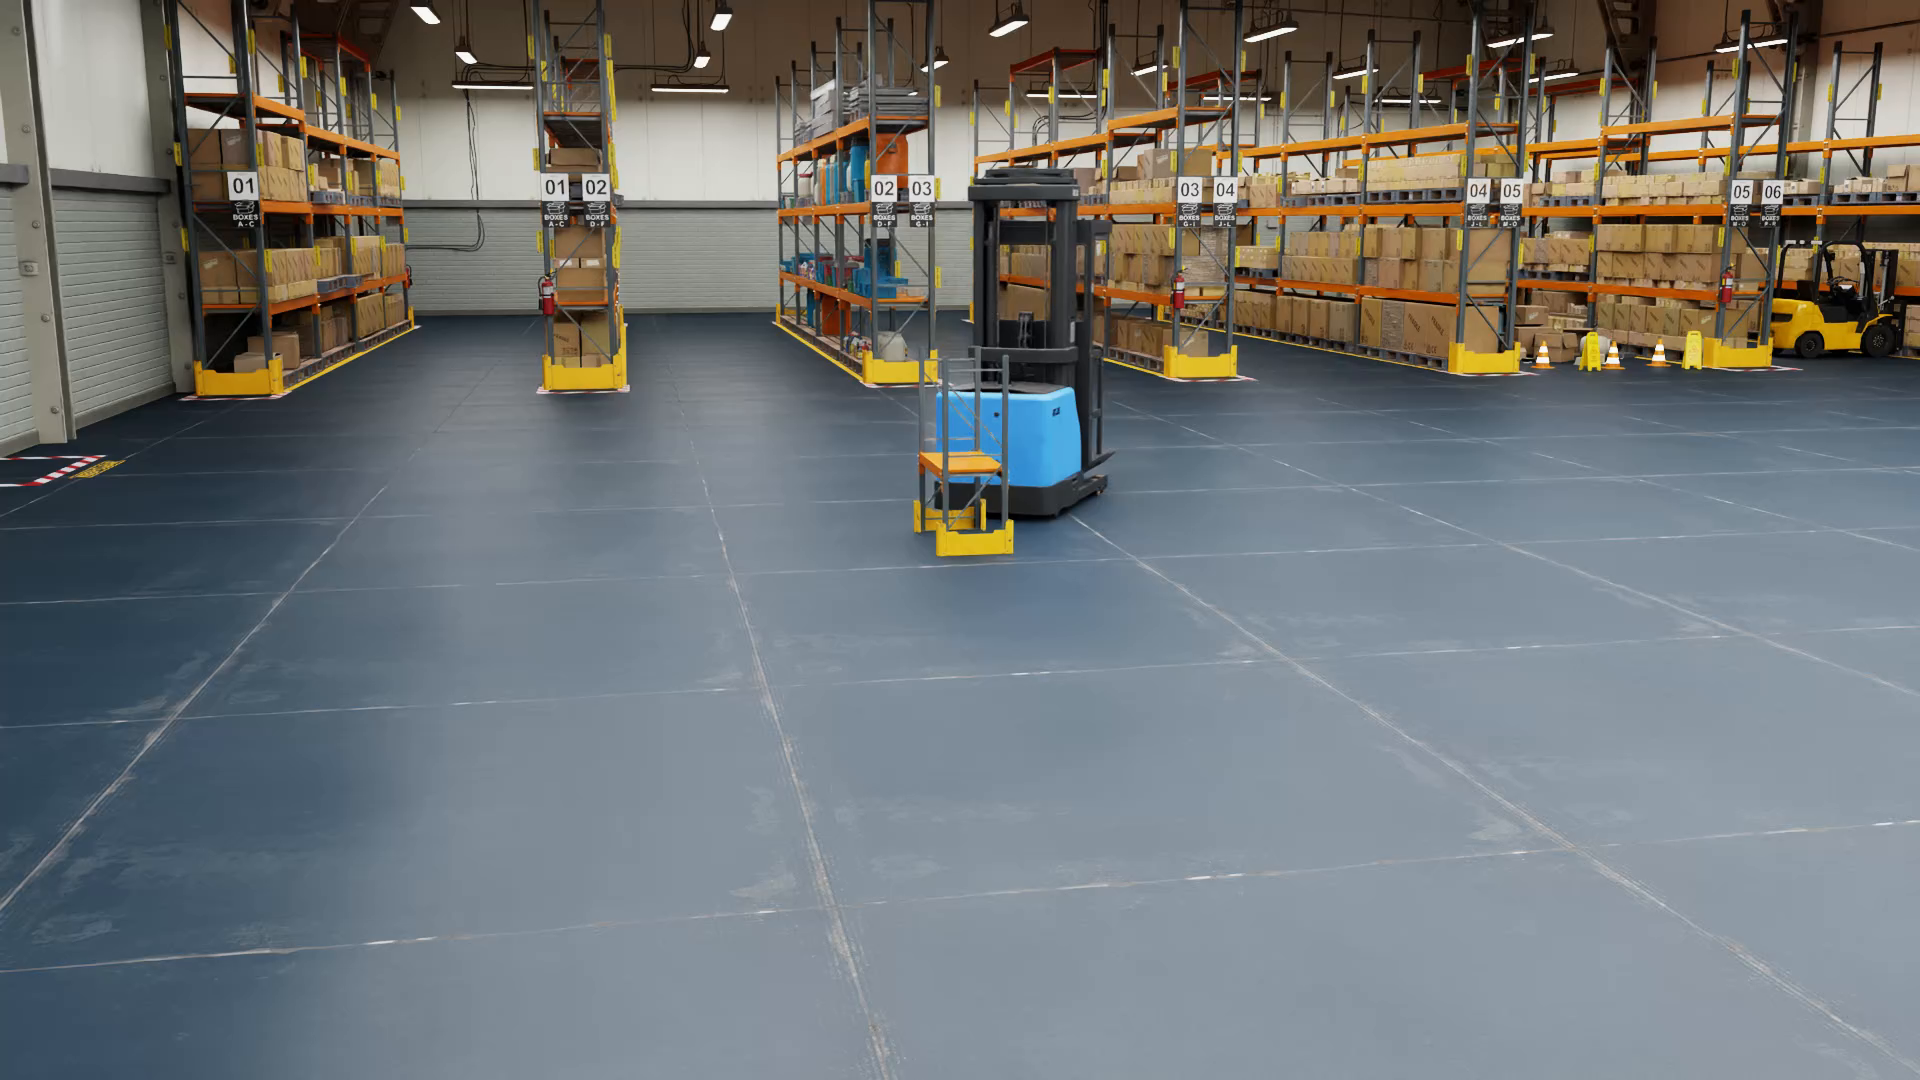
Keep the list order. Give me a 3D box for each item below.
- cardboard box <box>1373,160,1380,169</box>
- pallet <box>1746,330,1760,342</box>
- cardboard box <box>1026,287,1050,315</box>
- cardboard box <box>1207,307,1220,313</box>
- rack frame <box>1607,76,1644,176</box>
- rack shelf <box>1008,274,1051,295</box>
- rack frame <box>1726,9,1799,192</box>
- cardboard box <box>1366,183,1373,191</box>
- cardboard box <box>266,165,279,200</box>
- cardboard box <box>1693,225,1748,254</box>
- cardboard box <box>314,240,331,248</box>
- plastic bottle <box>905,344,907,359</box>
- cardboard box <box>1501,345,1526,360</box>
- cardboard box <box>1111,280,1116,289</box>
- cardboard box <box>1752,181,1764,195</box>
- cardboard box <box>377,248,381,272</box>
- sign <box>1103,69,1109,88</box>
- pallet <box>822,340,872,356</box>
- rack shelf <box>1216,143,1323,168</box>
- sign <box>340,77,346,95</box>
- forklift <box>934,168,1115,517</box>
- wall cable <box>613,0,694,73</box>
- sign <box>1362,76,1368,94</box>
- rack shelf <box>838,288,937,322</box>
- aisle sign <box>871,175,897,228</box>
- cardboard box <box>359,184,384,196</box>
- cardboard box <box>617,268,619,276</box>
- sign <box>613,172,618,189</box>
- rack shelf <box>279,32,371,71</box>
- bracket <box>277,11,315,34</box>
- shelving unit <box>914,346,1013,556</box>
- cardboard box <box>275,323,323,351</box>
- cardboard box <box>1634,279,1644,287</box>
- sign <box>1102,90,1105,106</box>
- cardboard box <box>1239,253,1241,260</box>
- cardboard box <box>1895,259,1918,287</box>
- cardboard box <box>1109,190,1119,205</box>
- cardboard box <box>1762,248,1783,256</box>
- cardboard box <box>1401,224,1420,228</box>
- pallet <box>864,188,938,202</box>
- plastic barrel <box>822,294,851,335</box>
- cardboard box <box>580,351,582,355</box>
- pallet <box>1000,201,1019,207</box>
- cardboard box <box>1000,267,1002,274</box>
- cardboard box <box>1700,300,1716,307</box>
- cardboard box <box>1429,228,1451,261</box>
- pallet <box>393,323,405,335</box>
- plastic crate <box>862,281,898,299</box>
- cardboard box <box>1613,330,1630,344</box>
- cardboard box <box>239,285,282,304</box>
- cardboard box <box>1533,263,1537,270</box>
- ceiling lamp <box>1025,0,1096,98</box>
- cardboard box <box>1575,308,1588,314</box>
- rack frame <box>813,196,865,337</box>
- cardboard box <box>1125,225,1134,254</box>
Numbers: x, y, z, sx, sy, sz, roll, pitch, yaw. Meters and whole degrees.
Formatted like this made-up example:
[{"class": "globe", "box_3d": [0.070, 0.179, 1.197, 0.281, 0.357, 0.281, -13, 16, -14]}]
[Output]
[{"class": "cardboard box", "box_3d": [7.861, -6.926, 30.691, 0.380, 0.149, 0.250, -2, 11, -11]}, {"class": "pallet", "box_3d": [17.355, -4.423, 35.869, 1.003, 0.211, 1.213, -2, 11, -11]}, {"class": "cardboard box", "box_3d": [2.130, -5.080, 36.425, 1.225, 0.875, 0.875, -2, 11, -11]}, {"class": "cardboard box", "box_3d": [6.144, -5.520, 39.883, 0.380, 0.149, 0.250, -2, 11, -10]}, {"class": "rack frame", "box_3d": [16.221, -9.849, 40.875, 1.000, 3.000, 0.127, -2, 11, -11]}, {"class": "rack shelf", "box_3d": [2.021, -5.640, 36.731, 1.077, 0.370, 4.000, -2, 11, -11]}, {"class": "rack frame", "box_3d": [13.687, -7.467, 28.360, 1.000, 3.000, 0.127, -2, 11, -11]}, {"class": "cardboard box", "box_3d": [7.810, -6.581, 31.011, 0.380, 0.149, 0.250, -2, 11, -12]}, {"class": "cardboard box", "box_3d": [-10.500, -5.322, 24.791, 0.500, 0.500, 0.500, -1, 11, -7]}, {"class": "cardboard box", "box_3d": [13.373, -5.292, 29.241, 0.700, 0.500, 0.500, -2, 11, -12]}, {"class": "cardboard box", "box_3d": [-11.993, -5.550, 31.152, 0.380, 0.149, 0.250, -4, 12, -21]}, {"class": "plastic bottle", "box_3d": [-0.939, -3.199, 28.102, 0.097, 0.271, 0.097, 0, 11, 0]}, {"class": "cardboard box", "box_3d": [10.214, -3.464, 30.684, 0.396, 0.266, 0.258, 0, 11, -1]}, {"class": "cardboard box", "box_3d": [2.971, -4.673, 30.397, 0.380, 0.149, 0.250, -2, 11, -11]}, {"class": "cardboard box", "box_3d": [13.850, -6.168, 29.162, 0.500, 0.250, 0.500, -2, 11, -12]}, {"class": "cardboard box", "box_3d": [-12.607, -5.950, 35.316, 0.500, 0.500, 0.500, -2, 11, -12]}, {"class": "sign", "box_3d": [2.645, -8.356, 30.107, 0.100, 0.325, 0.005, -2, 11, -11]}, {"class": "pallet", "box_3d": [-2.102, -3.710, 32.124, 1.003, 0.211, 1.213, -2, 11, -11]}, {"class": "rack shelf", "box_3d": [6.906, -8.553, 37.058, 1.077, 0.370, 4.000, -2, 11, -11]}, {"class": "sign", "box_3d": [-11.636, -8.553, 31.355, 0.100, 0.325, 0.005, -2, 11, -11]}, {"class": "forklift", "box_3d": [0.741, -1.868, 15.171, 1.130, 2.935, 3.031, 4, 11, 19]}, {"class": "wall cable", "box_3d": [-8.783, -13.952, 45.065, 3.097, 2.526, 0.112, -2, 11, -11]}, {"class": "sign", "box_3d": [7.543, -8.478, 30.961, 0.100, 0.325, 0.005, -2, 11, -11]}, {"class": "rack shelf", "box_3d": [-1.282, -3.993, 28.076, 1.077, 0.370, 4.000, -2, 11, -11]}, {"class": "aisle sign", "box_3d": [-1.170, -5.232, 25.712, 0.394, 0.787, 0.004, -2, 11, -11]}, {"class": "cardboard box", "box_3d": [-12.820, -7.612, 36.153, 0.500, 0.250, 0.500, -2, 11, -11]}, {"class": "cardboard box", "box_3d": [-7.918, -6.153, 37.236, 0.500, 0.500, 0.500, -2, 11, -10]}, {"class": "sign", "box_3d": [-6.762, -7.052, 32.609, 0.100, 0.325, 0.005, -2, 11, -11]}, {"class": "rack shelf", "box_3d": [-12.555, -9.679, 33.020, 1.077, 0.370, 4.000, -2, 11, -11]}, {"class": "bracket", "box_3d": [-12.996, -10.093, 32.532, 0.076, 0.066, 4.783, -2, 11, -11]}, {"class": "shelving unit", "box_3d": [0.015, -0.723, 12.983, 0.587, 1.500, 1.083, -2, 11, -11]}, {"class": "cardboard box", "box_3d": [-11.698, -3.568, 29.430, 0.700, 0.500, 0.500, -2, 11, -12]}, {"class": "cardboard box", "box_3d": [12.895, -4.826, 31.200, 0.380, 0.149, 0.250, -2, 11, -11]}, {"class": "sign", "box_3d": [2.940, -9.093, 34.194, 0.100, 0.325, 0.005, -2, 11, -11]}, {"class": "cardboard box", "box_3d": [6.449, -6.375, 37.423, 0.380, 0.149, 0.250, -2, 11, -12]}, {"class": "cardboard box", "box_3d": [18.010, -5.020, 31.283, 0.500, 0.500, 0.500, -2, 11, -12]}, {"class": "cardboard box", "box_3d": [3.024, -6.201, 30.133, 0.500, 0.250, 0.500, -3, 11, -13]}, {"class": "cardboard box", "box_3d": [17.215, -6.090, 35.170, 0.380, 0.149, 0.250, -2, 11, -11]}, {"class": "cardboard box", "box_3d": [10.981, -7.625, 40.557, 0.380, 0.149, 0.250, -2, 11, -12]}, {"class": "pallet", "box_3d": [-0.957, -5.515, 26.634, 1.003, 0.211, 1.213, -2, 11, -11]}, {"class": "plastic barrel", "box_3d": [-2.560, -4.676, 34.422, 0.600, 0.830, 0.708, -2, 11, -11]}, {"class": "cardboard box", "box_3d": [-6.354, -2.926, 26.778, 0.500, 0.250, 0.500, -2, 11, -11]}, {"class": "pallet", "box_3d": [1.483, -7.941, 39.109, 1.003, 0.211, 1.213, -2, 11, -11]}, {"class": "cardboard box", "box_3d": [1.151, -6.375, 39.341, 0.380, 0.149, 0.250, -2, 11, -12]}, {"class": "cardboard box", "box_3d": [17.107, -5.093, 37.161, 0.875, 0.625, 0.625, -2, 11, -9]}, {"class": "cardboard box", "box_3d": [8.619, -5.092, 28.640, 0.875, 0.550, 0.550, -2, 11, -11]}, {"class": "pallet", "box_3d": [-13.256, -4.817, 37.938, 1.003, 0.211, 1.213, -2, 11, -11]}, {"class": "plastic crate", "box_3d": [-1.283, -3.987, 26.520, 0.499, 0.251, 0.616, -2, 11, -11]}, {"class": "cardboard box", "box_3d": [12.873, -3.893, 31.861, 0.500, 0.250, 0.500, -1, 11, -8]}, {"class": "cardboard box", "box_3d": [-10.394, -3.656, 24.731, 0.500, 0.250, 0.500, -2, 11, -13]}, {"class": "cardboard box", "box_3d": [12.291, -5.756, 34.963, 0.380, 0.149, 0.250, -2, 11, -9]}, {"class": "ceiling lamp", "box_3d": [2.819, -13.493, 44.409, 2.000, 3.185, 0.800, -2, 11, -11]}, {"class": "cardboard box", "box_3d": [15.824, -5.799, 42.144, 0.380, 0.149, 0.250, -2, 11, -13]}, {"class": "rack frame", "box_3d": [-2.448, -5.447, 33.790, 1.000, 3.000, 0.127, -2, 11, -11]}, {"class": "cardboard box", "box_3d": [3.221, -5.304, 29.306, 0.500, 0.500, 0.500, -2, 11, -11]}]
